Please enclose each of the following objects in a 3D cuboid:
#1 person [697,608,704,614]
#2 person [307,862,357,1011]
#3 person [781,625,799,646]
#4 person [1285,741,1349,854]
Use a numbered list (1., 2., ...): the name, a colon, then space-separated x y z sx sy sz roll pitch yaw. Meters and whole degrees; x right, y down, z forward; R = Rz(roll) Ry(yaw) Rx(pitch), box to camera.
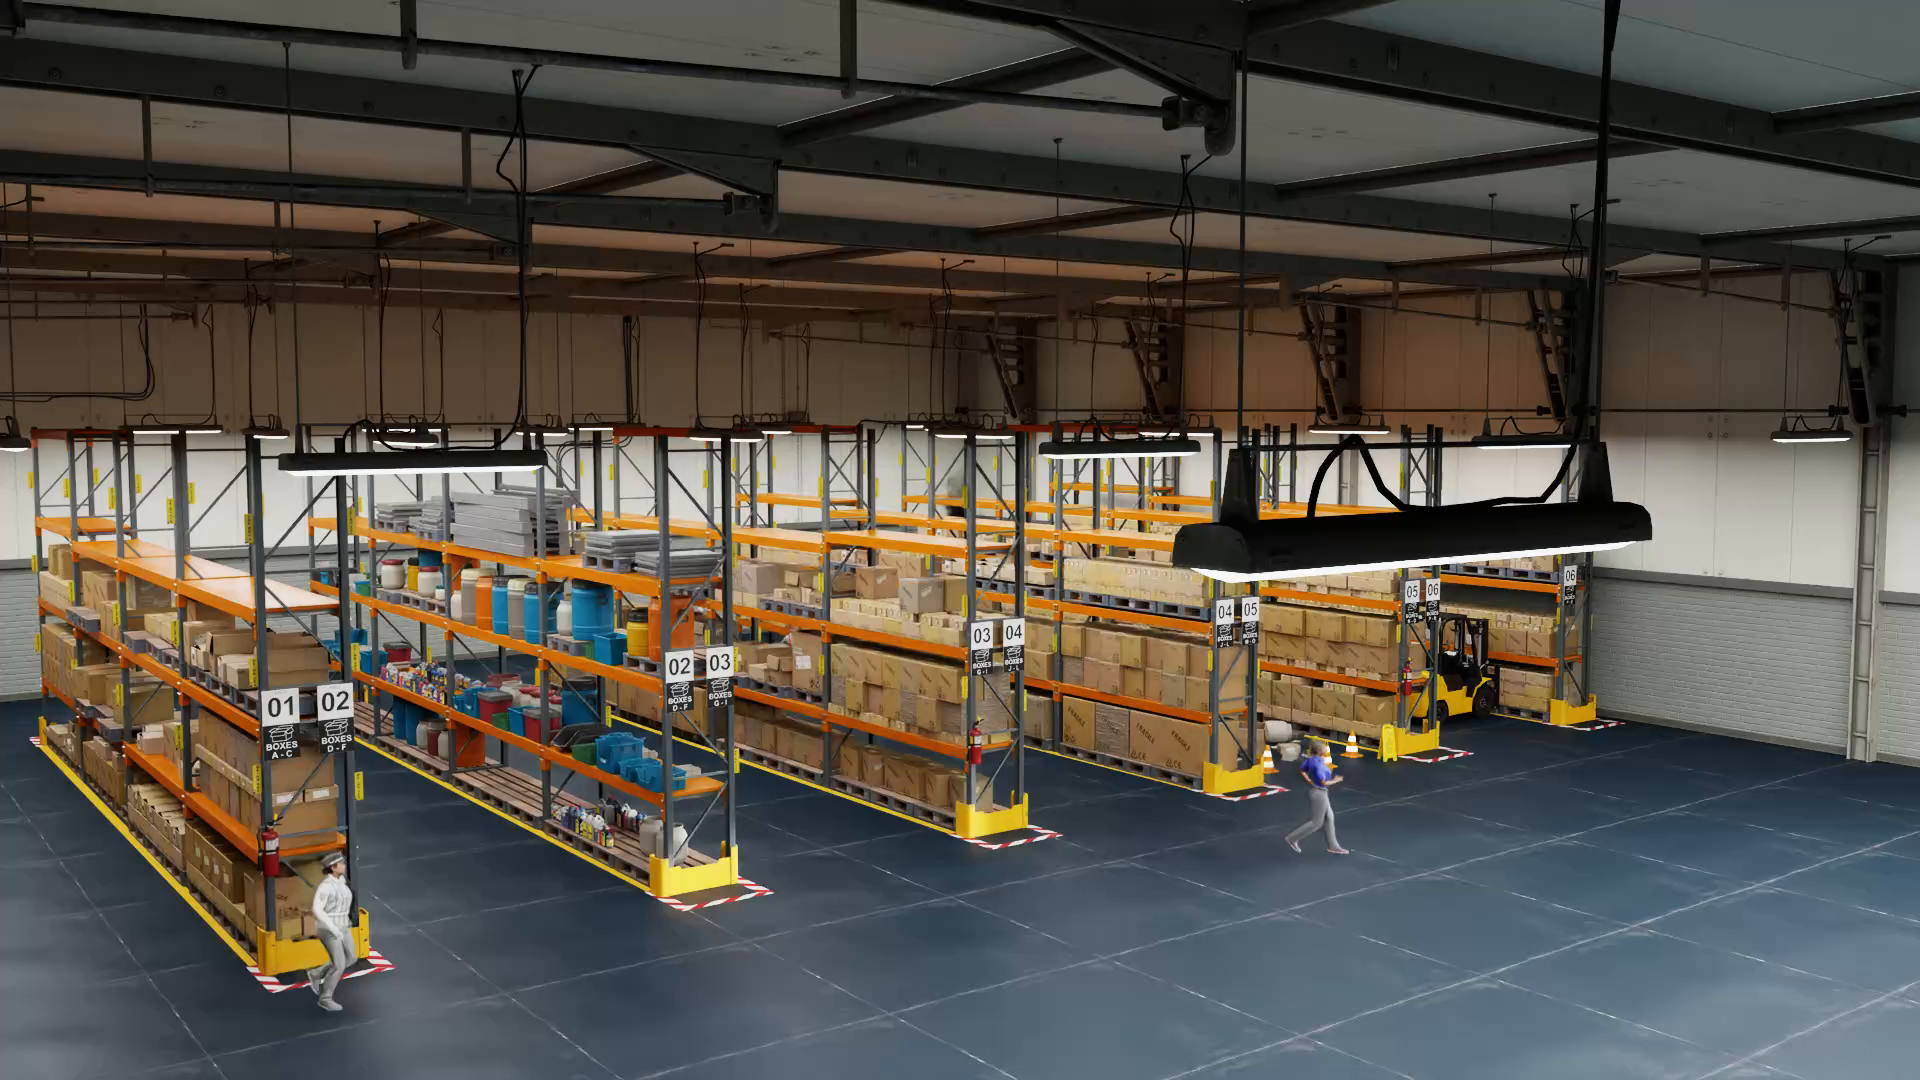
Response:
1. person: -6.190 2.439 39.386 0.636 1.645 0.890 -1 5 -17
2. person: -6.699 4.163 17.737 0.515 1.608 0.665 0 4 5
3. person: -3.586 2.635 36.075 0.657 1.757 0.646 -3 5 -32
4. person: 5.057 3.648 23.519 0.931 1.627 0.580 0 4 1
